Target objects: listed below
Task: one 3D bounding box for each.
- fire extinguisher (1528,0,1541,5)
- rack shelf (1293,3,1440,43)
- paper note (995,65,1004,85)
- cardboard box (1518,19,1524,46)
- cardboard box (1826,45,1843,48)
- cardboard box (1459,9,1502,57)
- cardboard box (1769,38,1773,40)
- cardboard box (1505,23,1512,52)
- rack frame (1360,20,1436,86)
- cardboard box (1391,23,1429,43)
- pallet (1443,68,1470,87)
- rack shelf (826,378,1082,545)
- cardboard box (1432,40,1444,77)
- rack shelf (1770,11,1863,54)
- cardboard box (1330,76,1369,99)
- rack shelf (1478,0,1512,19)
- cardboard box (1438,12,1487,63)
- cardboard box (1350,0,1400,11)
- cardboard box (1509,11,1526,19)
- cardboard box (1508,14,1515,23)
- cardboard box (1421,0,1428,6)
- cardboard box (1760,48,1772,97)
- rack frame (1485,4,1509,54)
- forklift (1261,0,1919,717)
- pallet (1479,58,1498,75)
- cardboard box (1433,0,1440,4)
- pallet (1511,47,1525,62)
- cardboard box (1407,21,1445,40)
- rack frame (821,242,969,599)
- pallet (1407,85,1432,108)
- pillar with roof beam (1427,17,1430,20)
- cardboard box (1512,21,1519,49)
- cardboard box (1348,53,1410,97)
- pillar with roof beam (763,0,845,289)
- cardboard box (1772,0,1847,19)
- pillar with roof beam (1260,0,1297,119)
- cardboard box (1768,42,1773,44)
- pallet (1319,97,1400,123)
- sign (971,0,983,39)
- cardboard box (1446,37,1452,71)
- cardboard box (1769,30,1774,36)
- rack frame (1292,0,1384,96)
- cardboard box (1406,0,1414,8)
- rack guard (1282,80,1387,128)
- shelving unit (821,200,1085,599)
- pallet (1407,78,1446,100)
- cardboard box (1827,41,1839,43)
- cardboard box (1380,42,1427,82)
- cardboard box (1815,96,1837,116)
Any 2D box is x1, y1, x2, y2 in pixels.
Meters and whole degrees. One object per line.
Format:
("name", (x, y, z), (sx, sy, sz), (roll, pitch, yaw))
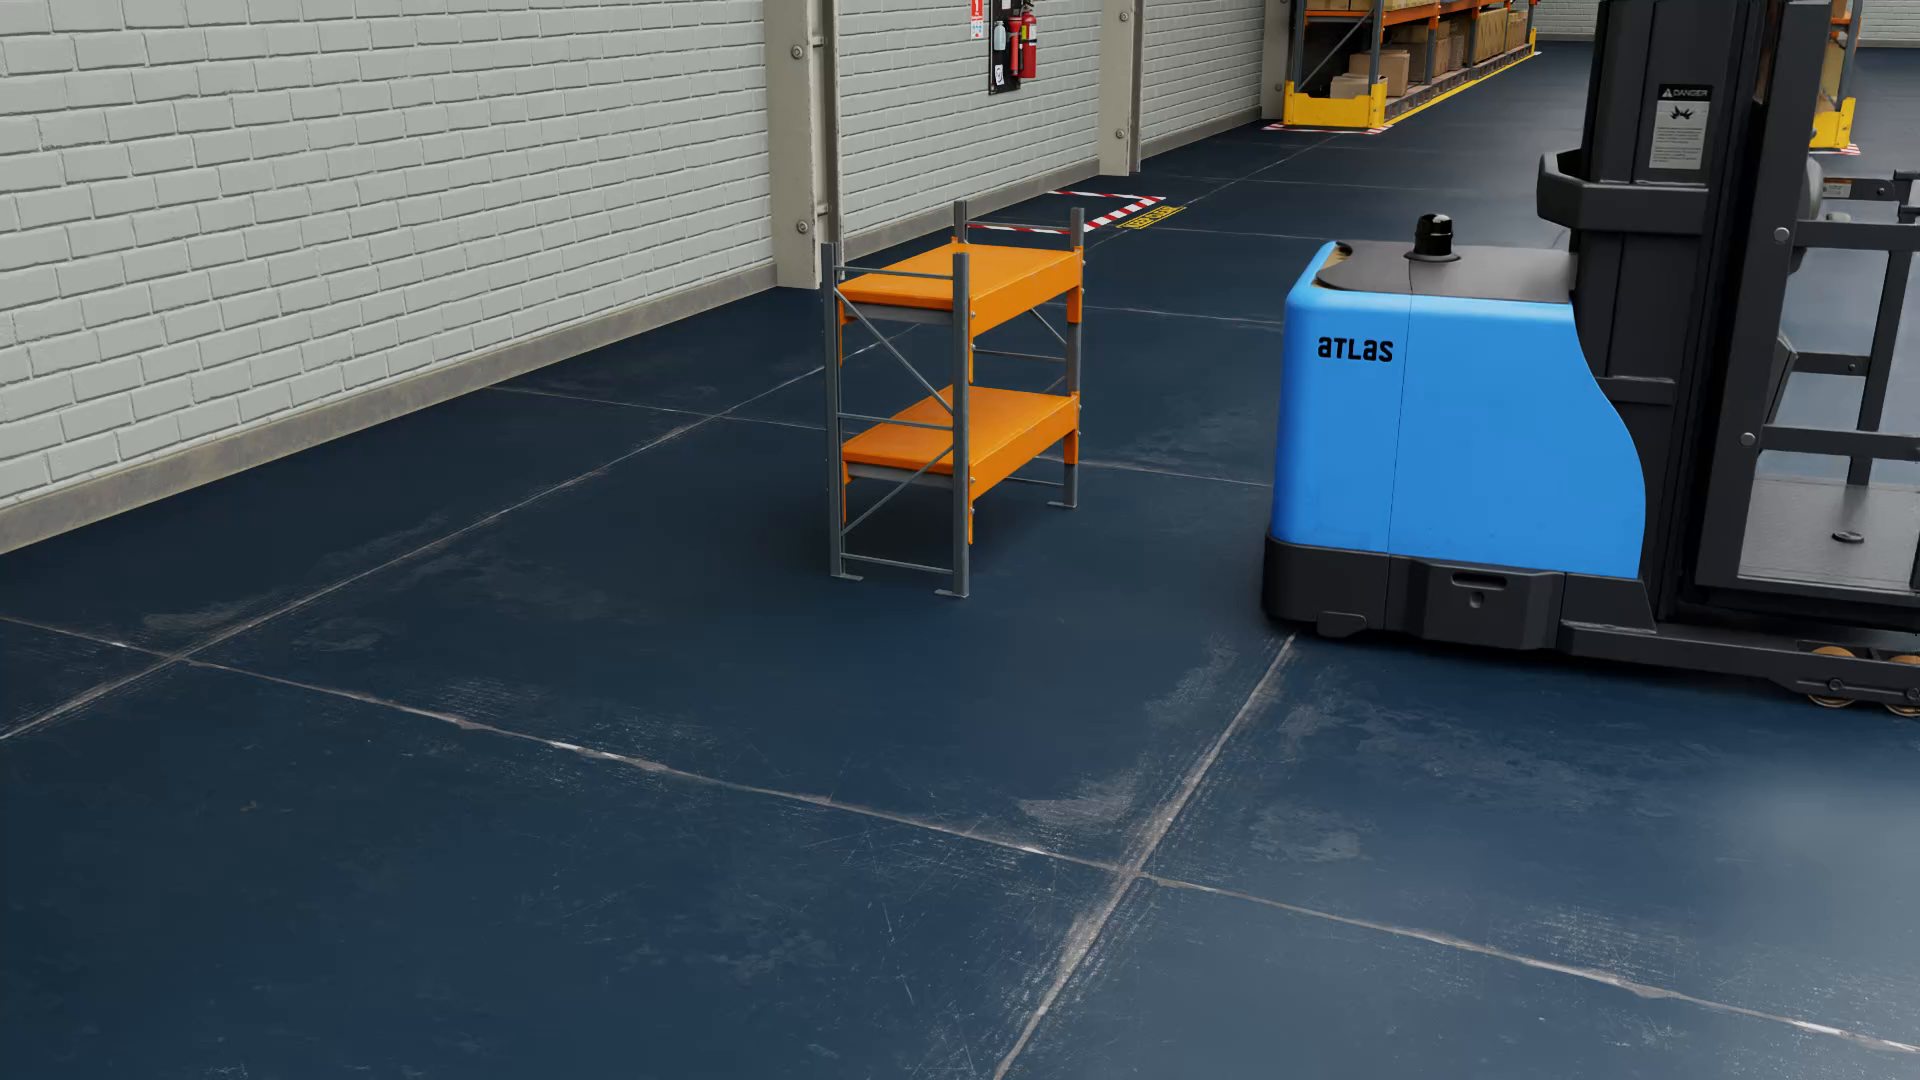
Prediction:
("fire extinguisher", (11.491, -11.054, 33.247), (0.296, 0.674, 0.183), (9, 21, 23))
("rack shelf", (5.276, -6.665, 21.307), (1.077, 0.370, 4.000), (9, 21, 23))
("paper note", (0.315, -3.681, 13.157), (0.016, 0.148, 0.142), (9, 21, 23))
("cardboard box", (10.608, -9.923, 32.498), (0.700, 0.500, 0.500), (8, 21, 23))
("cardboard box", (9.796, -5.411, 19.064), (0.500, 0.500, 0.500), (9, 21, 23))
("cardboard box", (8.862, -8.757, 28.697), (0.750, 0.750, 0.750), (9, 22, 24))
("cardboard box", (9.942, -5.940, 20.551), (0.500, 0.500, 0.500), (9, 21, 23))
("cardboard box", (9.770, -9.295, 30.733), (0.700, 0.500, 0.500), (9, 21, 23))
("rack frame", (6.095, -7.615, 22.905), (1.000, 3.000, 0.127), (9, 21, 23))
("cardboard box", (6.558, -7.360, 24.144), (0.500, 0.250, 0.500), (8, 21, 22))
("pallet", (7.411, -7.285, 26.140), (1.003, 0.211, 1.213), (9, 21, 23))
("rack shelf", (0.003, -0.302, 5.868), (0.538, 0.278, 1.000), (9, 21, 23))
("cardboard box", (6.792, -7.187, 24.776), (0.700, 0.500, 0.500), (9, 21, 23))
("rack shelf", (9.796, -5.986, 19.398), (1.077, 0.370, 4.000), (9, 21, 23))
("cardboard box", (4.822, -5.532, 20.404), (0.500, 0.311, 0.500), (6, 20, 17))
("rack shelf", (8.551, -9.110, 28.183), (1.077, 0.370, 4.000), (9, 21, 23))
("cardboard box", (8.153, -8.230, 27.215), (0.750, 0.750, 0.750), (8, 21, 22))
("cardboard box", (4.946, -6.437, 19.786), (0.500, 0.250, 0.500), (8, 21, 21))
("cardboard box", (10.823, -10.239, 32.419), (0.380, 0.149, 0.250), (9, 22, 24))
("cardboard box", (10.077, -9.681, 30.849), (0.380, 0.149, 0.250), (9, 22, 25))
("cardboard box", (5.774, -7.061, 21.539), (0.500, 0.250, 0.500), (8, 21, 22))
("cardboard box", (8.925, -5.174, 18.399), (0.500, 0.500, 0.500), (9, 21, 23))
("rack frame", (9.370, -10.061, 29.782), (1.000, 3.000, 0.127), (9, 21, 23))
("forklift", (2.512, -1.092, 4.666), (3.031, 2.935, 1.130), (6, 20, 17))
("pallet", (8.625, -8.126, 28.504), (1.003, 0.211, 1.213), (9, 21, 23))
("cardboard box", (6.177, -7.368, 22.403), (0.500, 0.250, 0.500), (9, 21, 23))
("pallet", (10.251, -9.343, 31.925), (1.003, 0.211, 1.213), (9, 21, 23))
("cardboard box", (6.989, -7.670, 25.014), (0.500, 0.250, 0.500), (8, 21, 22))
("rack frame", (-0.205, -0.377, 5.349), (0.500, 1.125, 0.032), (9, 21, 23))
("pallet", (5.852, -6.091, 22.781), (1.003, 0.211, 1.213), (9, 21, 23))
("pillar with roof beam", (12.795, -12.629, 28.051), (9.100, 9.000, 0.400), (9, 21, 23))
("cardboard box", (10.191, -9.605, 31.604), (0.700, 0.500, 0.500), (9, 22, 24))
("cardboard box", (5.401, -6.013, 21.473), (0.700, 0.500, 0.500), (7, 21, 19))
("pillar with roof beam", (2.968, -5.293, 7.421), (9.100, 9.000, 0.400), (9, 21, 23))
("cardboard box", (9.180, -5.902, 17.938), (0.700, 0.500, 0.500), (9, 21, 23))
("pillar with roof beam", (7.882, -8.961, 17.736), (9.100, 9.000, 0.400), (9, 21, 23))
("cardboard box", (9.528, -5.635, 19.694), (0.500, 0.500, 0.500), (9, 21, 23))
("pallet", (4.853, -5.345, 20.684), (1.003, 0.211, 1.213), (9, 21, 23))
("sign", (0.130, -4.003, 12.694), (0.001, 0.329, 0.234), (9, 21, 23))
("cardboard box", (7.168, -7.499, 25.652), (0.700, 0.500, 0.500), (9, 21, 23))
("cardboard box", (12.441, -7.878, 25.599), (0.500, 0.250, 0.500), (9, 22, 25))
("rack frame", (4.457, -6.392, 19.467), (1.000, 3.000, 0.127), (9, 21, 23))
("cardboard box", (5.360, -6.752, 20.673), (0.500, 0.250, 0.500), (8, 21, 22))
("rack guard", (4.488, -5.238, 19.951), (1.175, 0.500, 0.348), (9, 21, 23))
("shelving unit", (0.003, -0.532, 5.786), (0.538, 1.125, 1.048), (9, 21, 23))
("pallet", (6.412, -6.540, 24.042), (1.003, 0.211, 1.213), (9, 21, 23))
("cardboard box", (10.208, -5.716, 19.922), (0.500, 0.500, 0.500), (9, 21, 23))
("cardboard box", (6.381, -6.872, 23.889), (0.700, 0.500, 0.500), (9, 22, 25))
("cardboard box", (9.400, -4.750, 18.324), (0.500, 0.250, 0.500), (9, 21, 23))
